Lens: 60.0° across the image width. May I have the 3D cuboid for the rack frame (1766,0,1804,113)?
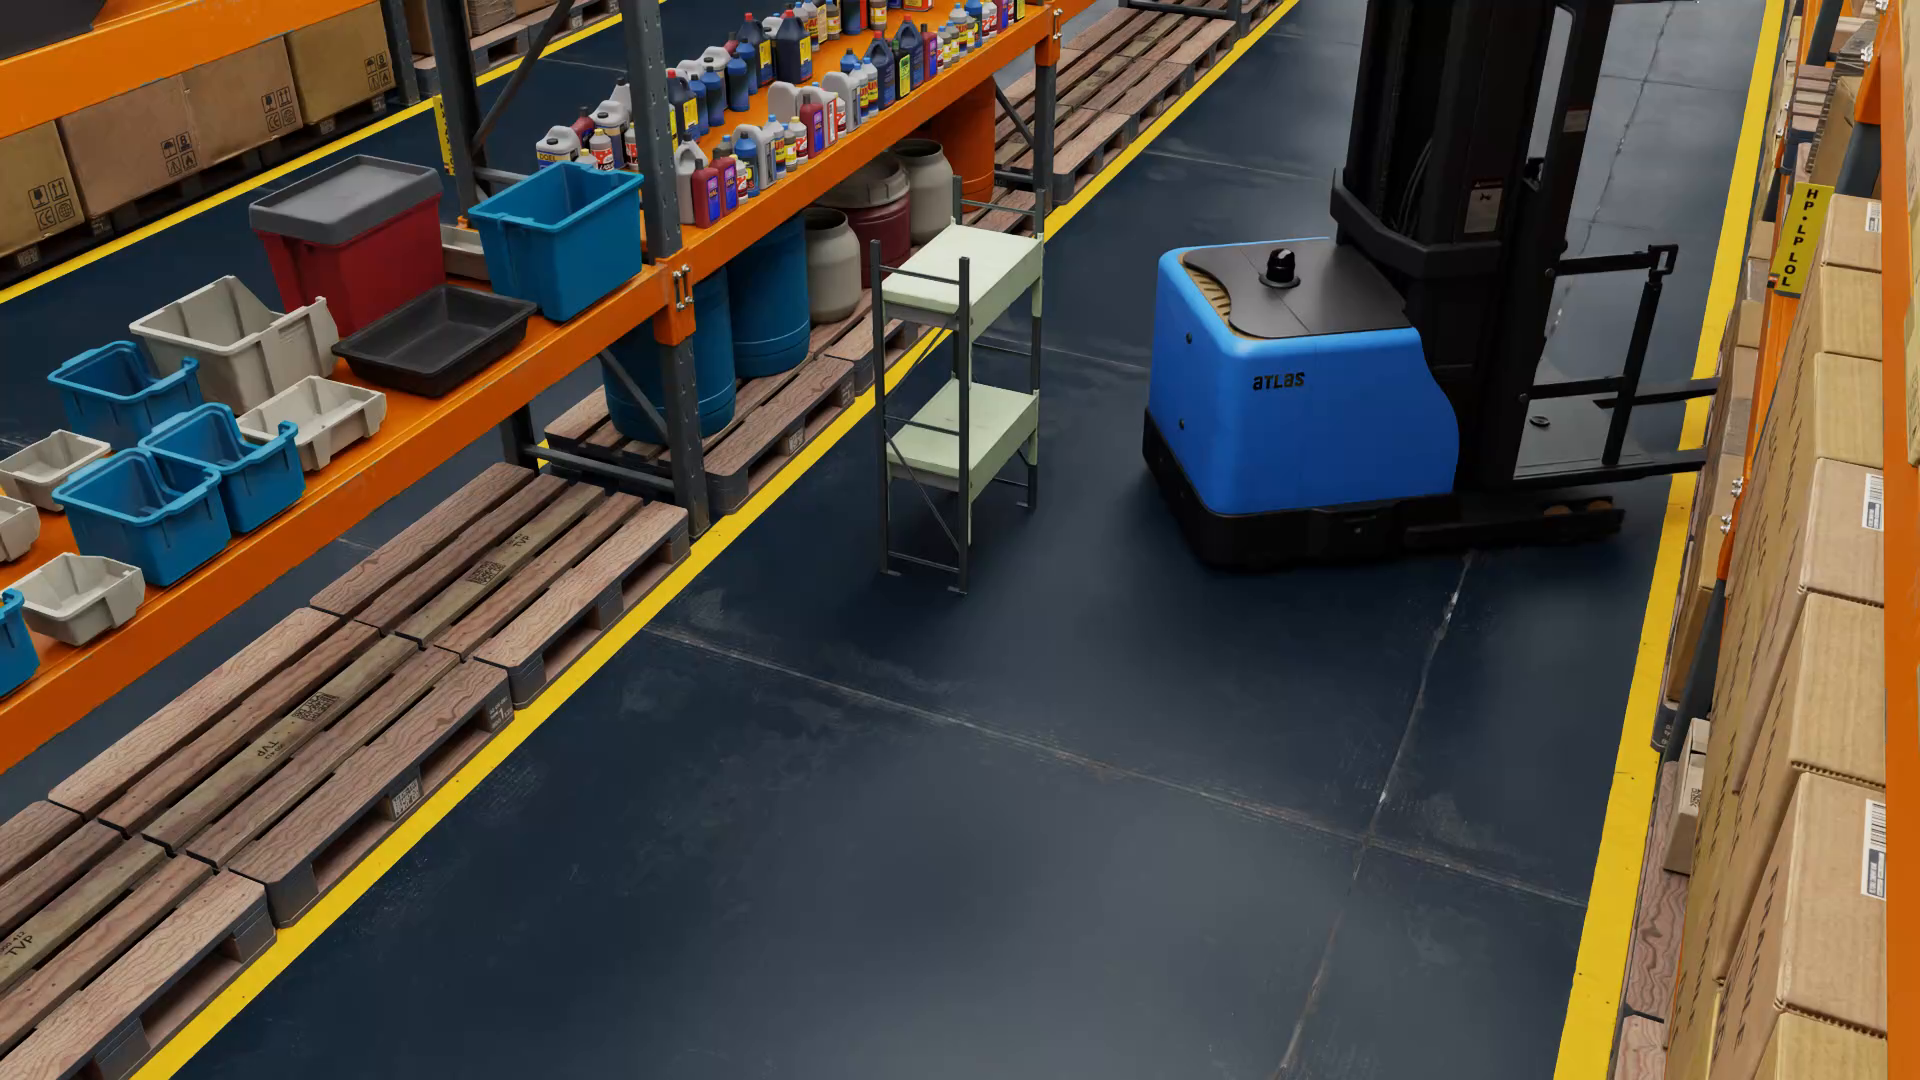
[{"bbox_3d":[6.266,-4.241,10.982,1.000,3.000,0.127,14,36,20],"label":"rack frame"}]

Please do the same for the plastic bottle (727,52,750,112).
[{"bbox_3d":[-1.068,-2.208,7.998,0.097,0.271,0.097,0,33,0],"label":"plastic bottle"}]

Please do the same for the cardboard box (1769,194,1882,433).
[{"bbox_3d":[2.467,-0.546,4.344,0.500,0.500,0.500,15,36,22],"label":"cardboard box"}]

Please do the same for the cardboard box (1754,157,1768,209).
[{"bbox_3d":[5.017,-2.100,9.841,0.500,0.250,0.500,15,36,22],"label":"cardboard box"}]

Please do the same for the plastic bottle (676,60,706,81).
[{"bbox_3d":[-1.287,-2.113,7.850,0.152,0.276,0.135,14,36,20],"label":"plastic bottle"}]

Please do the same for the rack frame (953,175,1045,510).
[{"bbox_3d":[0.156,-0.813,7.122,0.400,1.500,0.023,14,36,20],"label":"rack frame"}]

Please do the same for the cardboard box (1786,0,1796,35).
[{"bbox_3d":[6.676,-4.047,12.811,0.500,0.250,0.500,14,36,20],"label":"cardboard box"}]

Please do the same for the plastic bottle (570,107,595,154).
[{"bbox_3d":[-1.651,-1.742,7.277,0.061,0.283,0.133,14,36,20],"label":"plastic bottle"}]

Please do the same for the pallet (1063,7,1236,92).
[{"bbox_3d":[1.476,-3.813,12.872,1.003,0.211,1.213,14,36,20],"label":"pallet"}]

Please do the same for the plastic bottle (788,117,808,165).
[{"bbox_3d":[-0.730,-1.785,7.418,0.097,0.201,0.097,0,33,0],"label":"plastic bottle"}]

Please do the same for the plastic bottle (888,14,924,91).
[{"bbox_3d":[-0.269,-2.428,8.262,0.144,0.351,0.185,14,36,20],"label":"plastic bottle"}]

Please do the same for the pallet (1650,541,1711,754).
[{"bbox_3d":[3.225,0.496,6.301,1.003,0.211,1.213,14,36,20],"label":"pallet"}]

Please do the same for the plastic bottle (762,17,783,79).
[{"bbox_3d":[-0.959,-2.503,8.445,0.152,0.276,0.135,14,36,20],"label":"plastic bottle"}]

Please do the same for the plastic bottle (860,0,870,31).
[{"bbox_3d":[-0.573,-2.963,9.147,0.152,0.276,0.135,14,36,20],"label":"plastic bottle"}]

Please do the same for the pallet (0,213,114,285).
[{"bbox_3d":[-5.822,-1.766,9.751,1.003,0.211,1.213,14,36,20],"label":"pallet"}]

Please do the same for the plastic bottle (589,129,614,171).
[{"bbox_3d":[-1.572,-1.698,7.286,0.097,0.201,0.097,0,33,0],"label":"plastic bottle"}]

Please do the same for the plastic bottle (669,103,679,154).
[{"bbox_3d":[-1.360,-1.874,7.417,0.144,0.351,0.185,14,36,20],"label":"plastic bottle"}]

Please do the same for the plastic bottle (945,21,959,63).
[{"bbox_3d":[-0.051,-2.594,8.651,0.097,0.201,0.097,0,33,0],"label":"plastic bottle"}]

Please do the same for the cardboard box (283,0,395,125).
[{"bbox_3d":[-4.711,-3.471,11.363,1.225,0.875,0.875,13,35,18],"label":"cardboard box"}]

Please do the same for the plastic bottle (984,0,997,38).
[{"bbox_3d":[0.152,-2.836,9.021,0.097,0.201,0.097,0,33,0],"label":"plastic bottle"}]

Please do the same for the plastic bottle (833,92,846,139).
[{"bbox_3d":[-0.578,-1.967,7.696,0.097,0.201,0.097,0,33,0],"label":"plastic bottle"}]

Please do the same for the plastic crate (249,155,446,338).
[{"bbox_3d":[-2.179,-1.059,6.017,0.402,0.464,0.583,14,36,20],"label":"plastic crate"}]

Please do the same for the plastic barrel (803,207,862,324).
[{"bbox_3d":[-0.721,-1.410,8.551,0.421,0.512,0.421,0,33,0],"label":"plastic barrel"}]

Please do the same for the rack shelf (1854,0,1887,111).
[{"bbox_3d":[3.756,-2.206,5.799,1.077,0.370,4.000,14,36,20],"label":"rack shelf"}]

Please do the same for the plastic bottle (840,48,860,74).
[{"bbox_3d":[-0.530,-2.242,8.051,0.097,0.271,0.097,0,33,0],"label":"plastic bottle"}]

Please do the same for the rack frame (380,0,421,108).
[{"bbox_3d":[-4.403,-4.523,11.412,1.000,3.000,0.127,14,36,20],"label":"rack frame"}]

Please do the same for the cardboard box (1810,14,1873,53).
[{"bbox_3d":[4.718,-2.655,8.792,0.380,0.149,0.250,14,36,20],"label":"cardboard box"}]

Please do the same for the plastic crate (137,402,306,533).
[{"bbox_3d":[-2.173,-0.210,4.933,0.416,0.233,0.300,14,36,20],"label":"plastic crate"}]

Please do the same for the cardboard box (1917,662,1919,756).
[{"bbox_3d":[1.221,0.228,1.568,0.500,0.250,0.500,14,36,20],"label":"cardboard box"}]

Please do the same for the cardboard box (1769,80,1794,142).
[{"bbox_3d":[5.225,-2.586,10.072,0.500,0.311,0.500,15,36,22],"label":"cardboard box"}]

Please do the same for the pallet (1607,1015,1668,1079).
[{"bbox_3d":[2.122,1.861,4.219,1.003,0.211,1.213,14,36,20],"label":"pallet"}]

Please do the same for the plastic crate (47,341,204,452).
[{"bbox_3d":[-2.625,-0.439,5.282,0.416,0.233,0.300,14,36,20],"label":"plastic crate"}]

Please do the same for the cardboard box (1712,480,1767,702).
[{"bbox_3d":[2.247,0.149,4.196,0.500,0.500,0.500,15,36,21],"label":"cardboard box"}]

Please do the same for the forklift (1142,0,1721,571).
[{"bbox_3d":[2.416,-1.488,6.847,3.031,2.935,1.130,-6,34,-9],"label":"forklift"}]

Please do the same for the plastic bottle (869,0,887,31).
[{"bbox_3d":[-0.452,-2.913,9.137,0.097,0.201,0.097,0,33,0],"label":"plastic bottle"}]

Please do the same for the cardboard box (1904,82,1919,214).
[{"bbox_3d":[2.068,-0.766,3.084,0.500,0.250,0.500,14,36,20],"label":"cardboard box"}]

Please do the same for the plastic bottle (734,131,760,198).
[{"bbox_3d":[-0.909,-1.602,7.075,0.097,0.271,0.097,0,33,0],"label":"plastic bottle"}]

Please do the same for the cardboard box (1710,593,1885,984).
[{"bbox_3d":[1.606,0.480,2.779,0.500,0.500,0.500,15,36,22],"label":"cardboard box"}]

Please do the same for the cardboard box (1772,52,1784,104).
[{"bbox_3d":[5.873,-3.122,11.401,0.500,0.250,0.500,13,36,19],"label":"cardboard box"}]

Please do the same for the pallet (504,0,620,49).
[{"bbox_3d":[-3.563,-4.351,13.693,1.003,0.211,1.213,14,36,20],"label":"pallet"}]

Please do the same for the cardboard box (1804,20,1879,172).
[{"bbox_3d":[3.876,-1.715,6.655,0.700,0.500,0.500,21,39,29],"label":"cardboard box"}]

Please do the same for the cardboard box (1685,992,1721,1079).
[{"bbox_3d":[1.400,1.149,2.670,0.500,0.500,0.500,14,36,21],"label":"cardboard box"}]

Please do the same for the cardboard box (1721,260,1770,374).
[{"bbox_3d":[3.929,-0.964,7.863,0.500,0.500,0.500,13,35,19],"label":"cardboard box"}]

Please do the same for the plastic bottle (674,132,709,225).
[{"bbox_3d":[-1.119,-1.495,6.839,0.144,0.351,0.185,14,36,20],"label":"plastic bottle"}]

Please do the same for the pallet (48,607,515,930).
[{"bbox_3d":[-2.360,0.756,5.904,1.003,0.211,1.213,14,36,20],"label":"pallet"}]

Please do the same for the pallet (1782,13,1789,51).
[{"bbox_3d":[7.146,-4.071,13.266,1.003,0.211,1.213,14,36,20],"label":"pallet"}]

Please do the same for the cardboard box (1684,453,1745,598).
[{"bbox_3d":[3.080,0.049,6.318,0.500,0.500,0.500,14,36,21],"label":"cardboard box"}]

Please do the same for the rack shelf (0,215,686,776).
[{"bbox_3d":[-2.415,-0.098,5.319,1.077,0.370,4.000,14,36,20],"label":"rack shelf"}]

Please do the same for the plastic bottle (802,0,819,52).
[{"bbox_3d":[-0.798,-2.728,8.793,0.097,0.271,0.097,0,33,0],"label":"plastic bottle"}]

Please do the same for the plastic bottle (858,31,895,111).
[{"bbox_3d":[-0.402,-2.269,8.020,0.144,0.351,0.185,14,36,20],"label":"plastic bottle"}]

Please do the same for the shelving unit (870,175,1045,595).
[{"bbox_3d":[0.003,-0.631,6.844,0.431,1.500,0.755,14,36,20],"label":"shelving unit"}]
